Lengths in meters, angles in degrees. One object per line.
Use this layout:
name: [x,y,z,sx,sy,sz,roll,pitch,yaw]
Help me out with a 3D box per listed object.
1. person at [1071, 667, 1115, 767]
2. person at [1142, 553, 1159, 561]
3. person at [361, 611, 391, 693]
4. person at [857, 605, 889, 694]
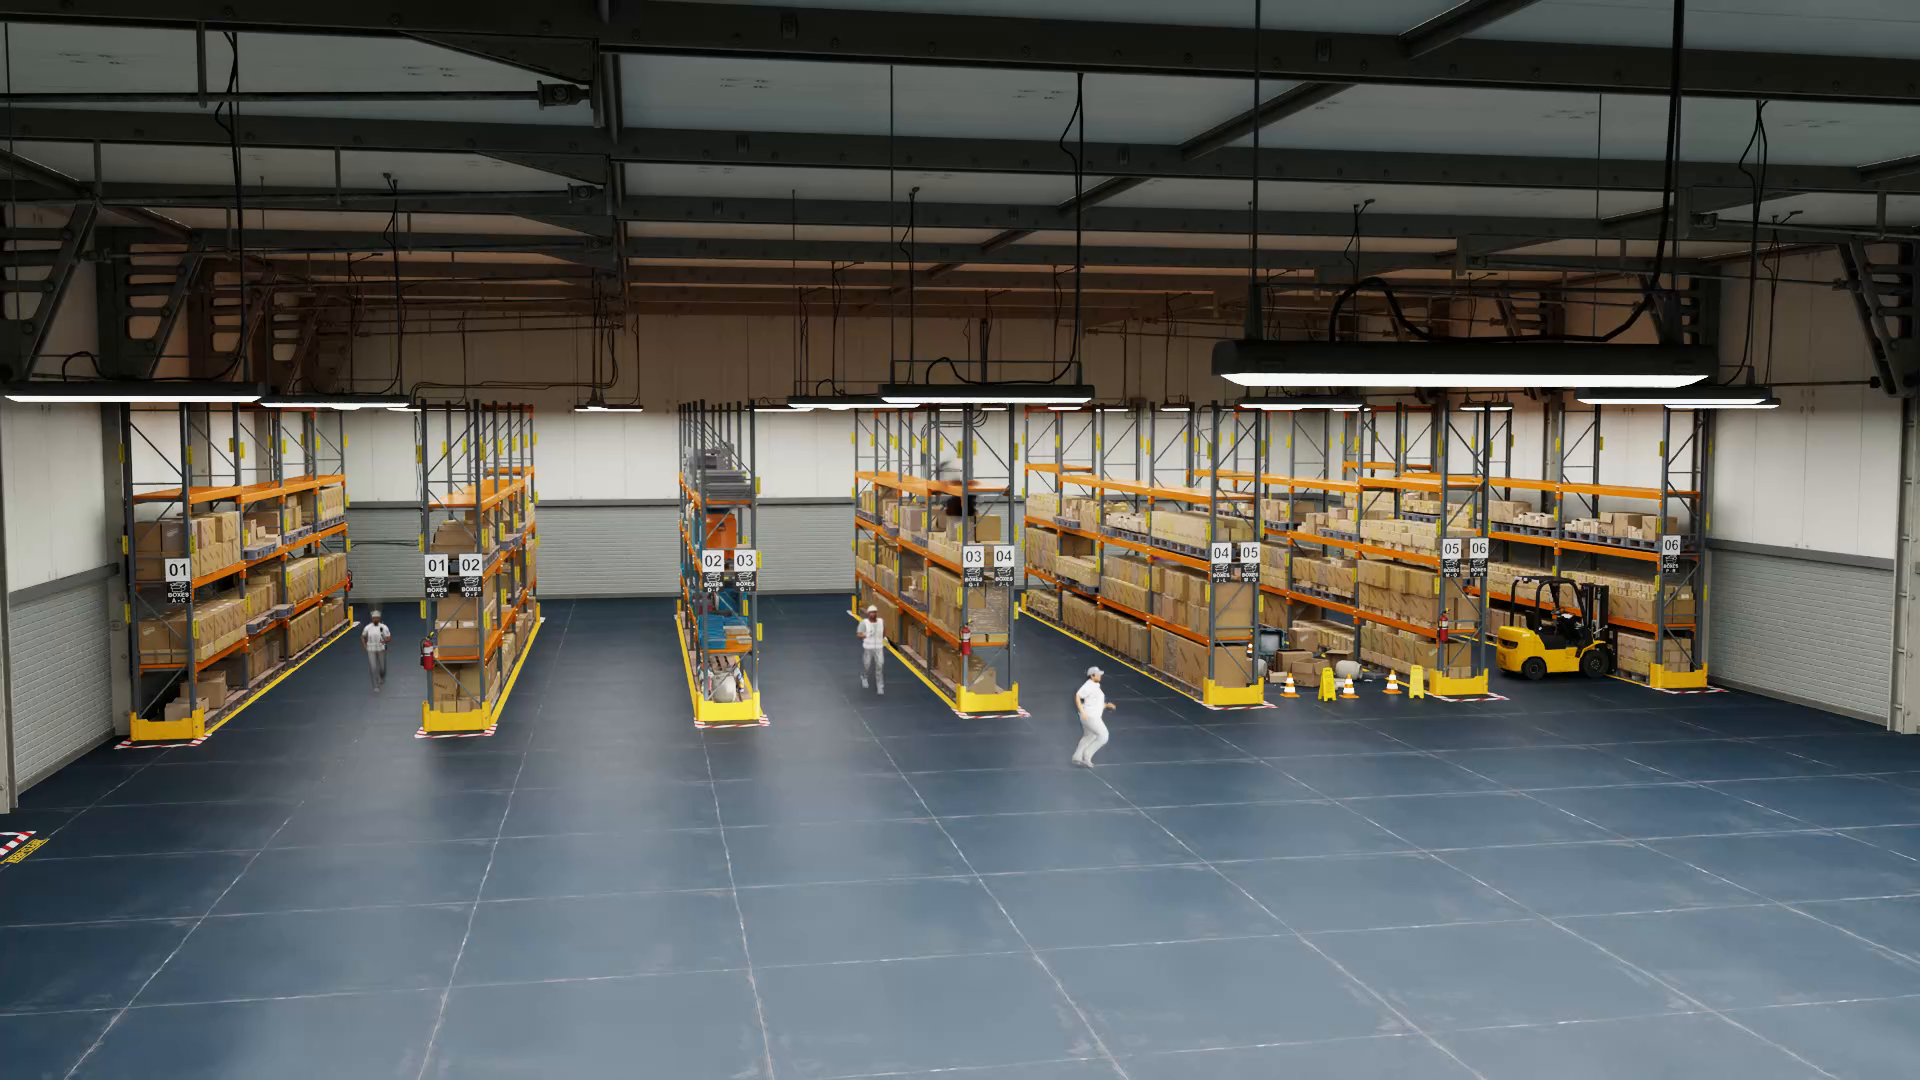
person: [2.156,2.865,26.934,0.721,1.631,0.576,1,4,13]
person: [5.680,0.983,50.687,1.004,1.758,0.707,-1,4,-11]
person: [-12.078,2.288,34.412,0.588,1.669,0.834,-2,5,-20]
person: [-1.785,2.226,34.144,0.683,1.771,0.995,-1,5,-17]
